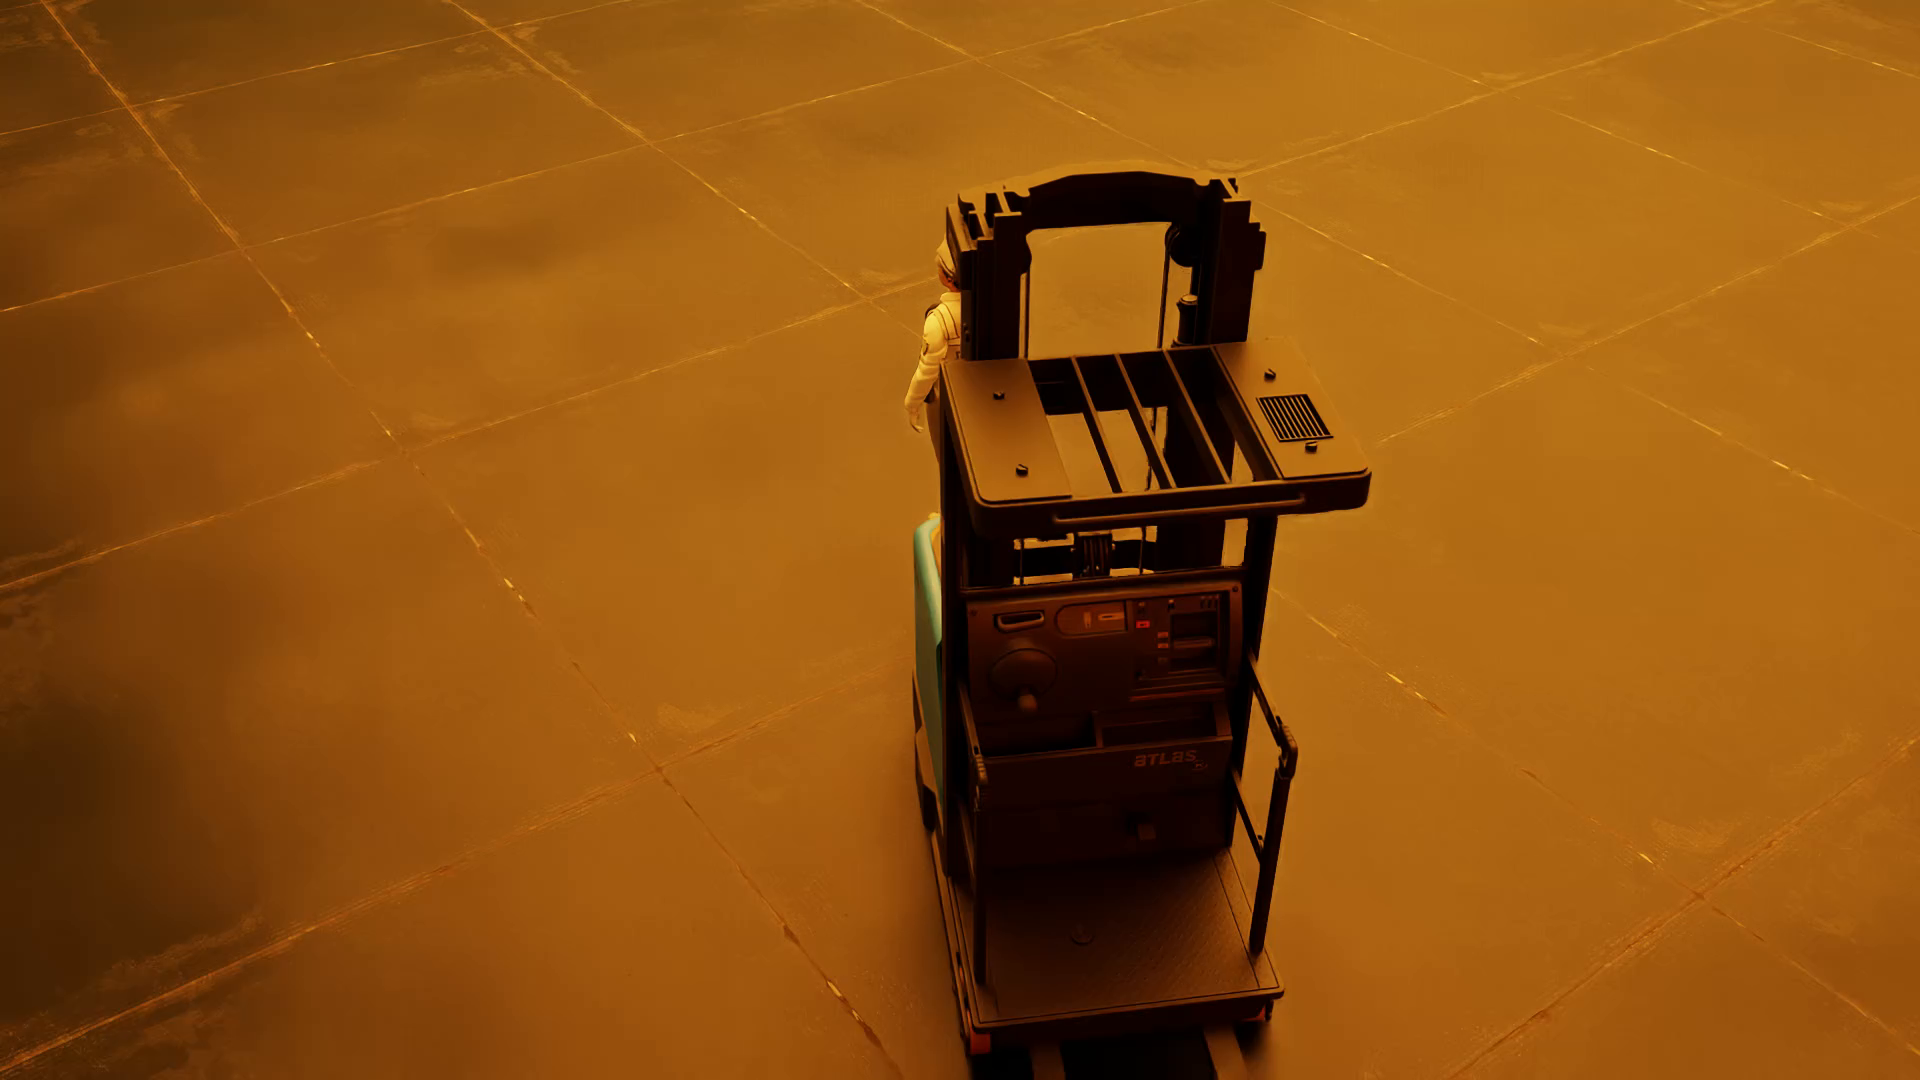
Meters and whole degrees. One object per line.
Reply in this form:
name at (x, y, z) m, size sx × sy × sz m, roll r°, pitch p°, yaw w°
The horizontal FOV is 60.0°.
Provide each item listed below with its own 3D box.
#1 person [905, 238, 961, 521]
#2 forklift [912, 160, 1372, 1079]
person at (-0.034, -0.722, 7.949) m, size 0.587 × 1.696 × 0.534 m, roll -23°, pitch 42°, yaw -28°
forklift at (0.517, 0.425, 5.370) m, size 1.130 × 2.935 × 3.031 m, roll -5°, pitch 37°, yaw -7°
